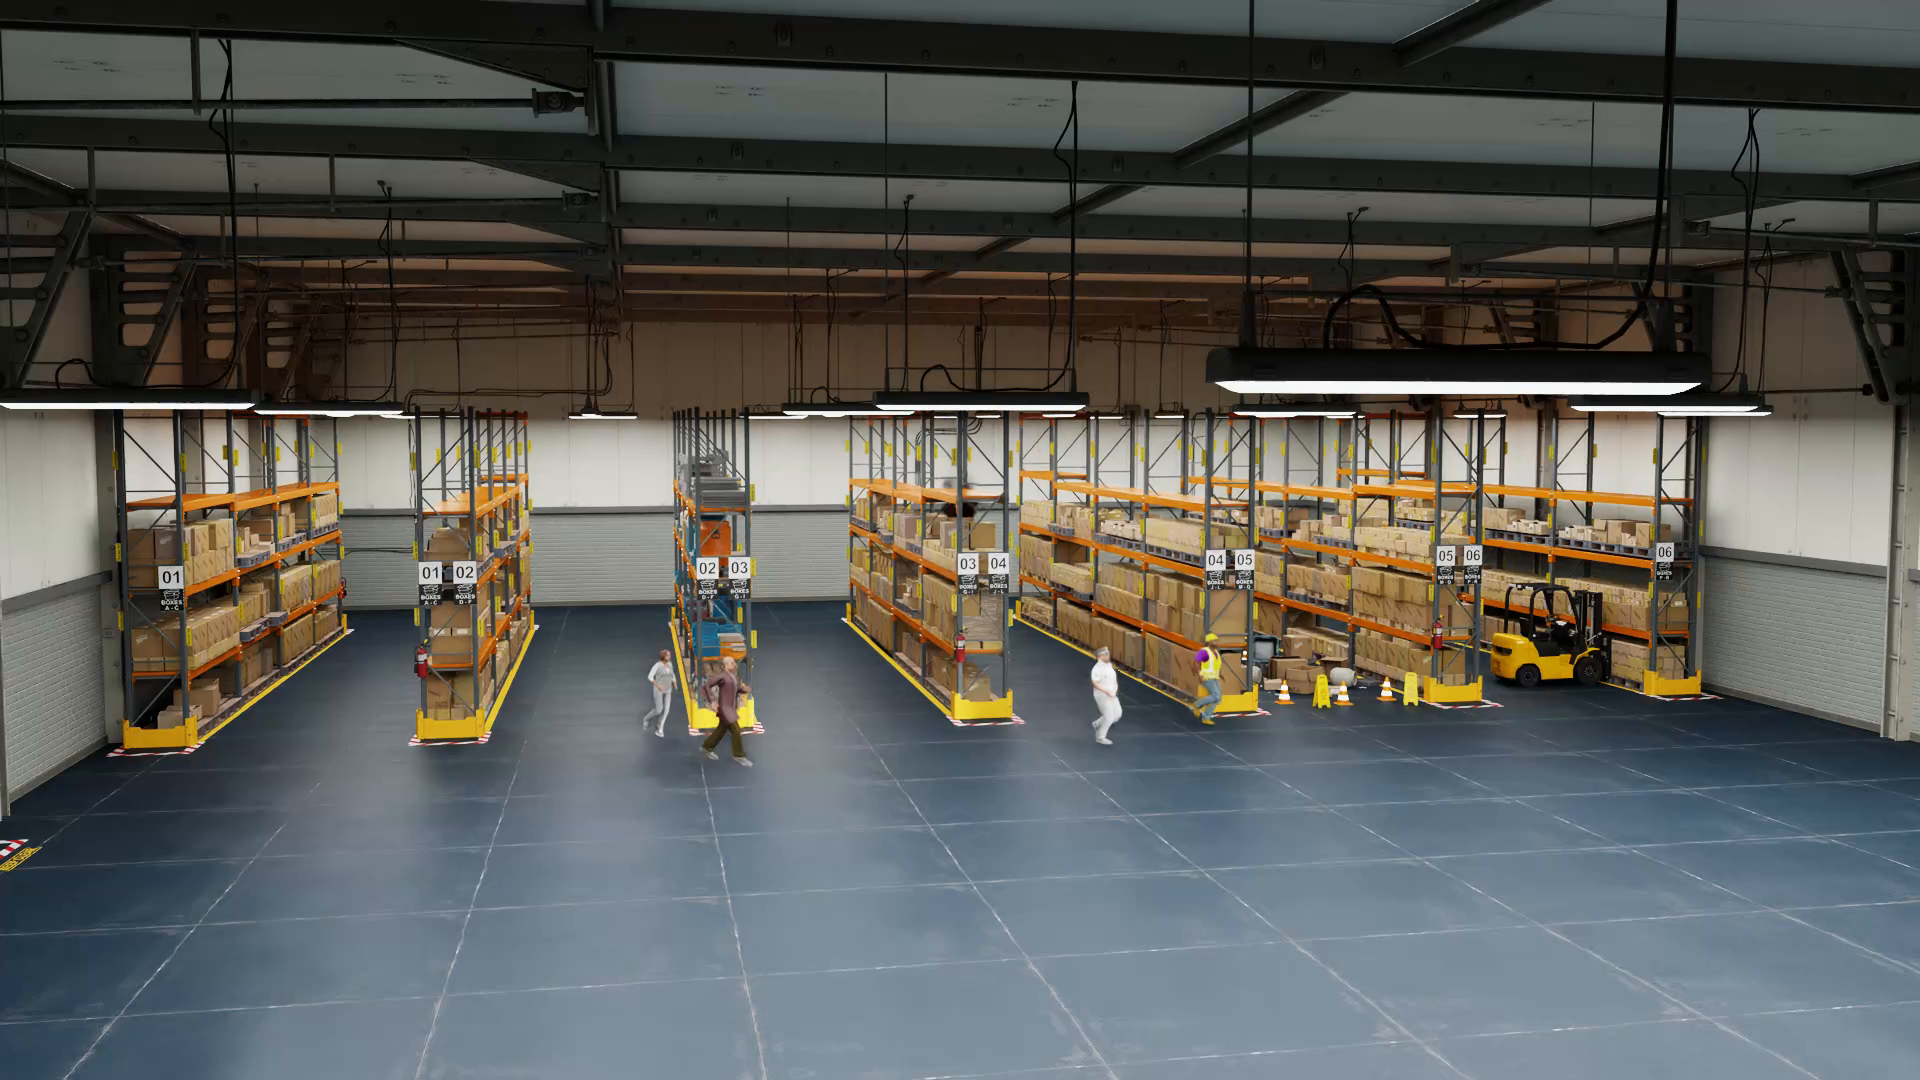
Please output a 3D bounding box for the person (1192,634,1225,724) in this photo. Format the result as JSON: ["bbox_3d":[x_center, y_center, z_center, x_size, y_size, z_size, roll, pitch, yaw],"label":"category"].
[{"bbox_3d":[4.769,2.632,31.596,0.543,1.692,0.745,3,5,39],"label":"person"}]

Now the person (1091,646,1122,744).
[{"bbox_3d":[2.597,2.752,29.620,0.522,1.751,0.667,2,5,31],"label":"person"}]

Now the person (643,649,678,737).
[{"bbox_3d":[-5.454,2.782,30.503,0.618,1.558,0.589,4,6,44],"label":"person"}]

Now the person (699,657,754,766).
[{"bbox_3d":[-3.904,2.846,27.702,1.002,1.799,0.680,1,4,13],"label":"person"}]
